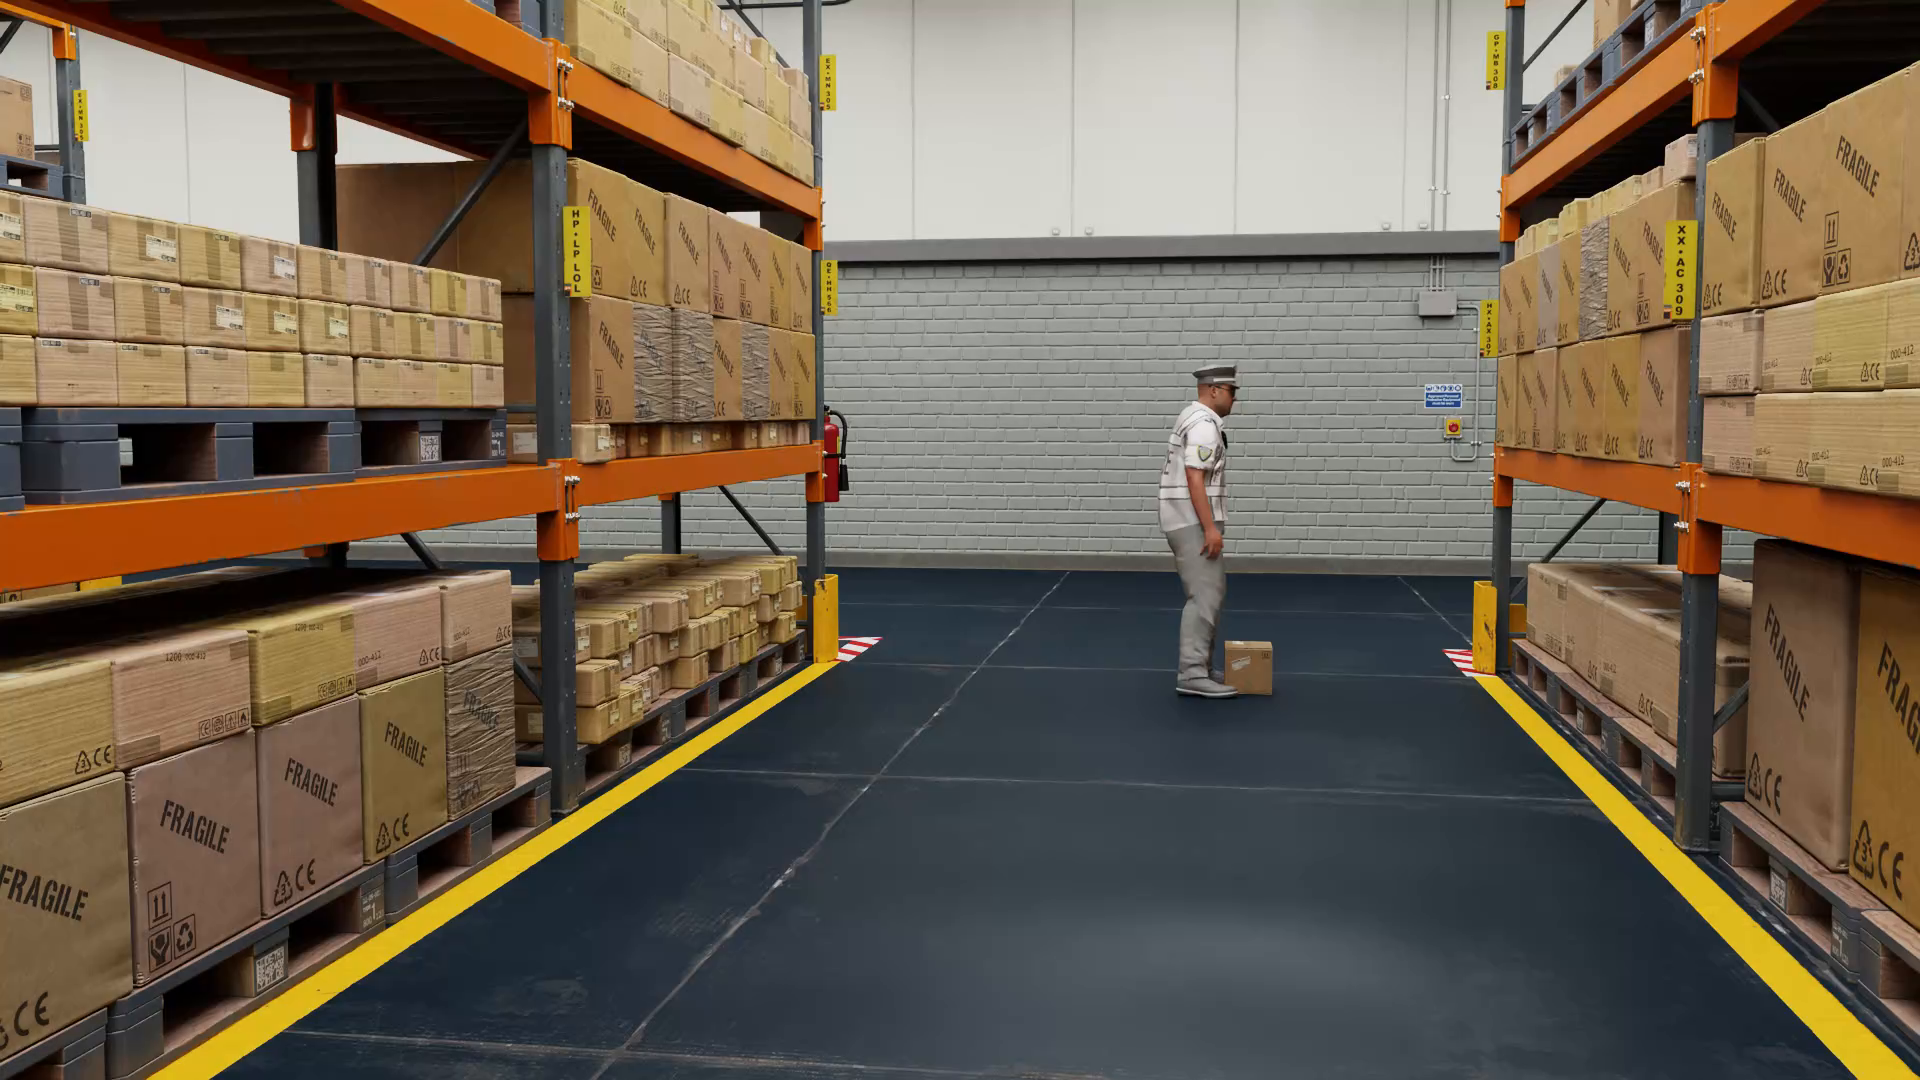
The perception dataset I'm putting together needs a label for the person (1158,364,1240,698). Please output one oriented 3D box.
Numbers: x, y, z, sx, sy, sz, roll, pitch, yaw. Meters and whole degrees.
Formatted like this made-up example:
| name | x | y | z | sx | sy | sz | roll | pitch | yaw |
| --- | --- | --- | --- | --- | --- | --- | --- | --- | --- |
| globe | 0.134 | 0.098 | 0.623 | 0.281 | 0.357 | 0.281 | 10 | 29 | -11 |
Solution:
| name | x | y | z | sx | sy | sz | roll | pitch | yaw |
| --- | --- | --- | --- | --- | --- | --- | --- | --- | --- |
| person | 1.297 | -0.065 | 8.921 | 0.468 | 1.748 | 0.598 | 1 | 4 | 7 |
